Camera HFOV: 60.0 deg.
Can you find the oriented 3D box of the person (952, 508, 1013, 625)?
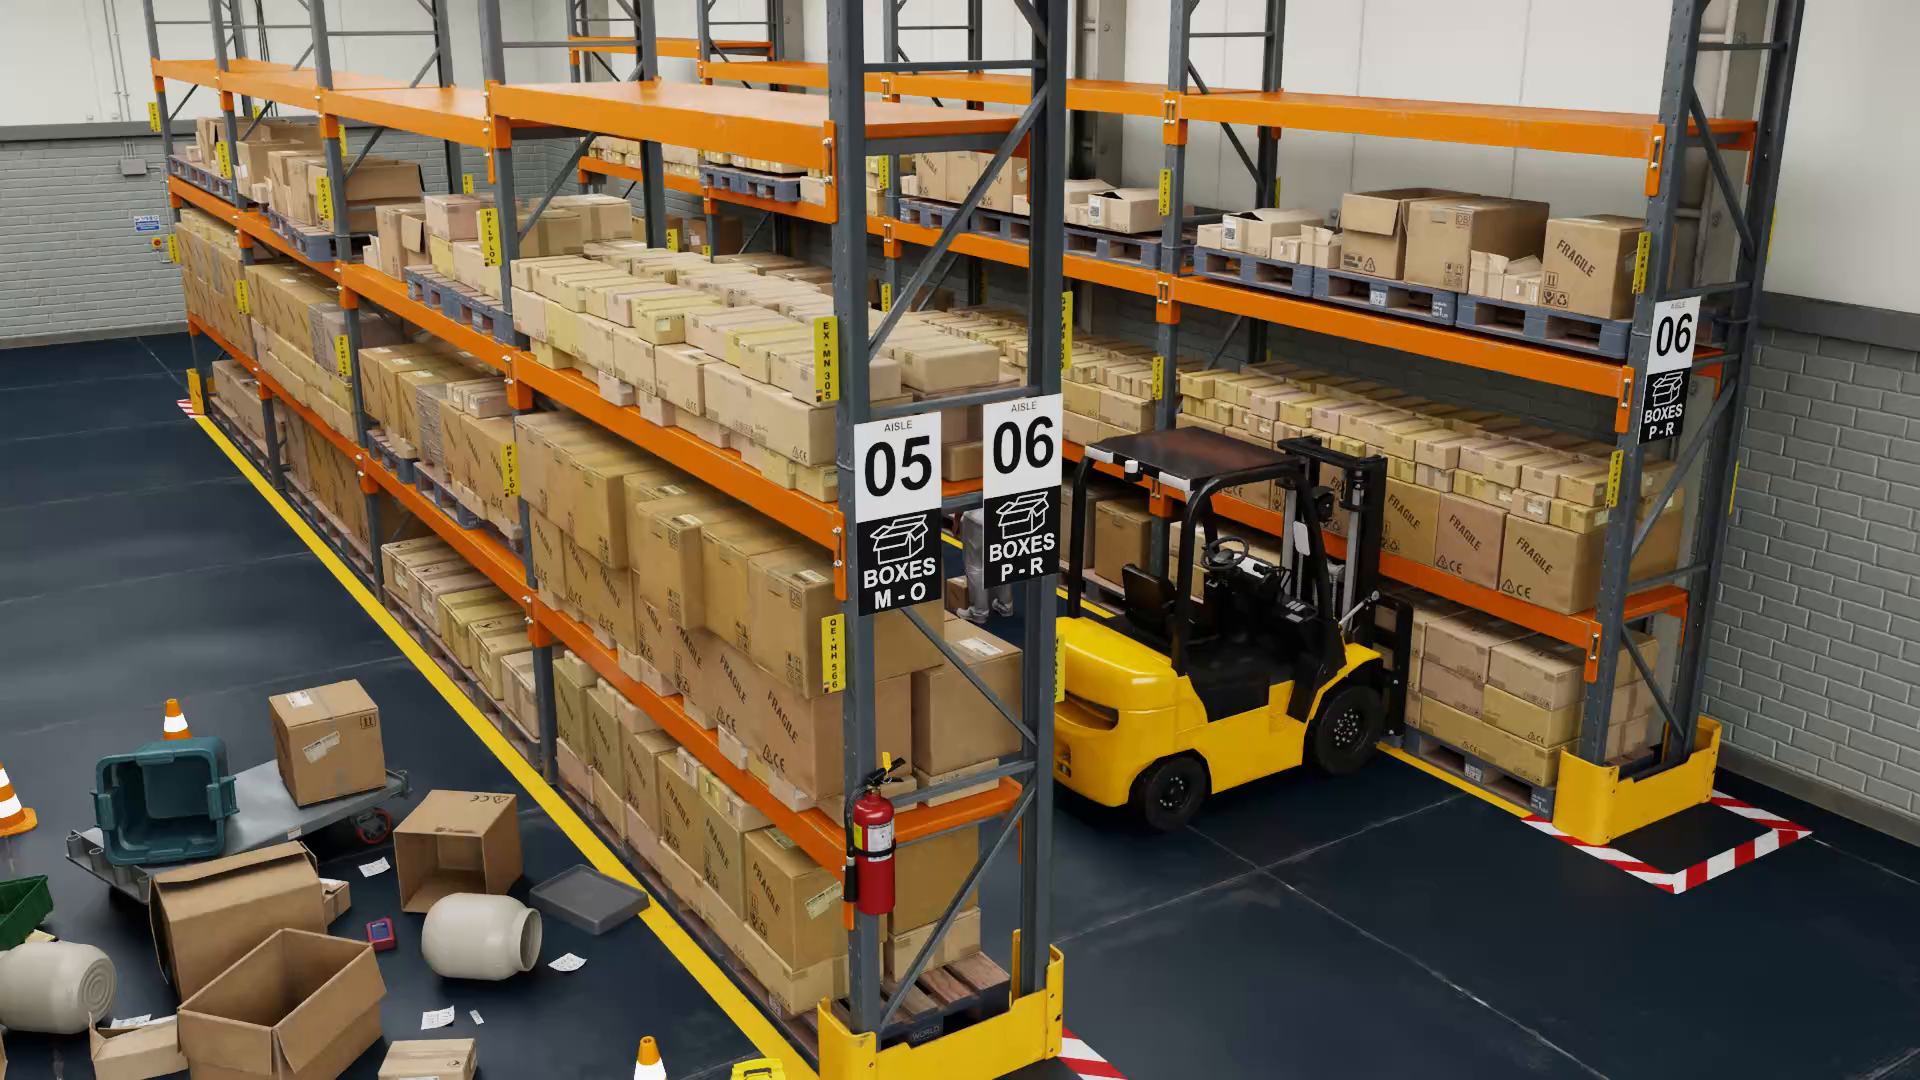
[{"bbox_3d":[0.195,-0.209,13.173,0.629,1.759,0.460,-13,22,-35],"label":"person"}]
